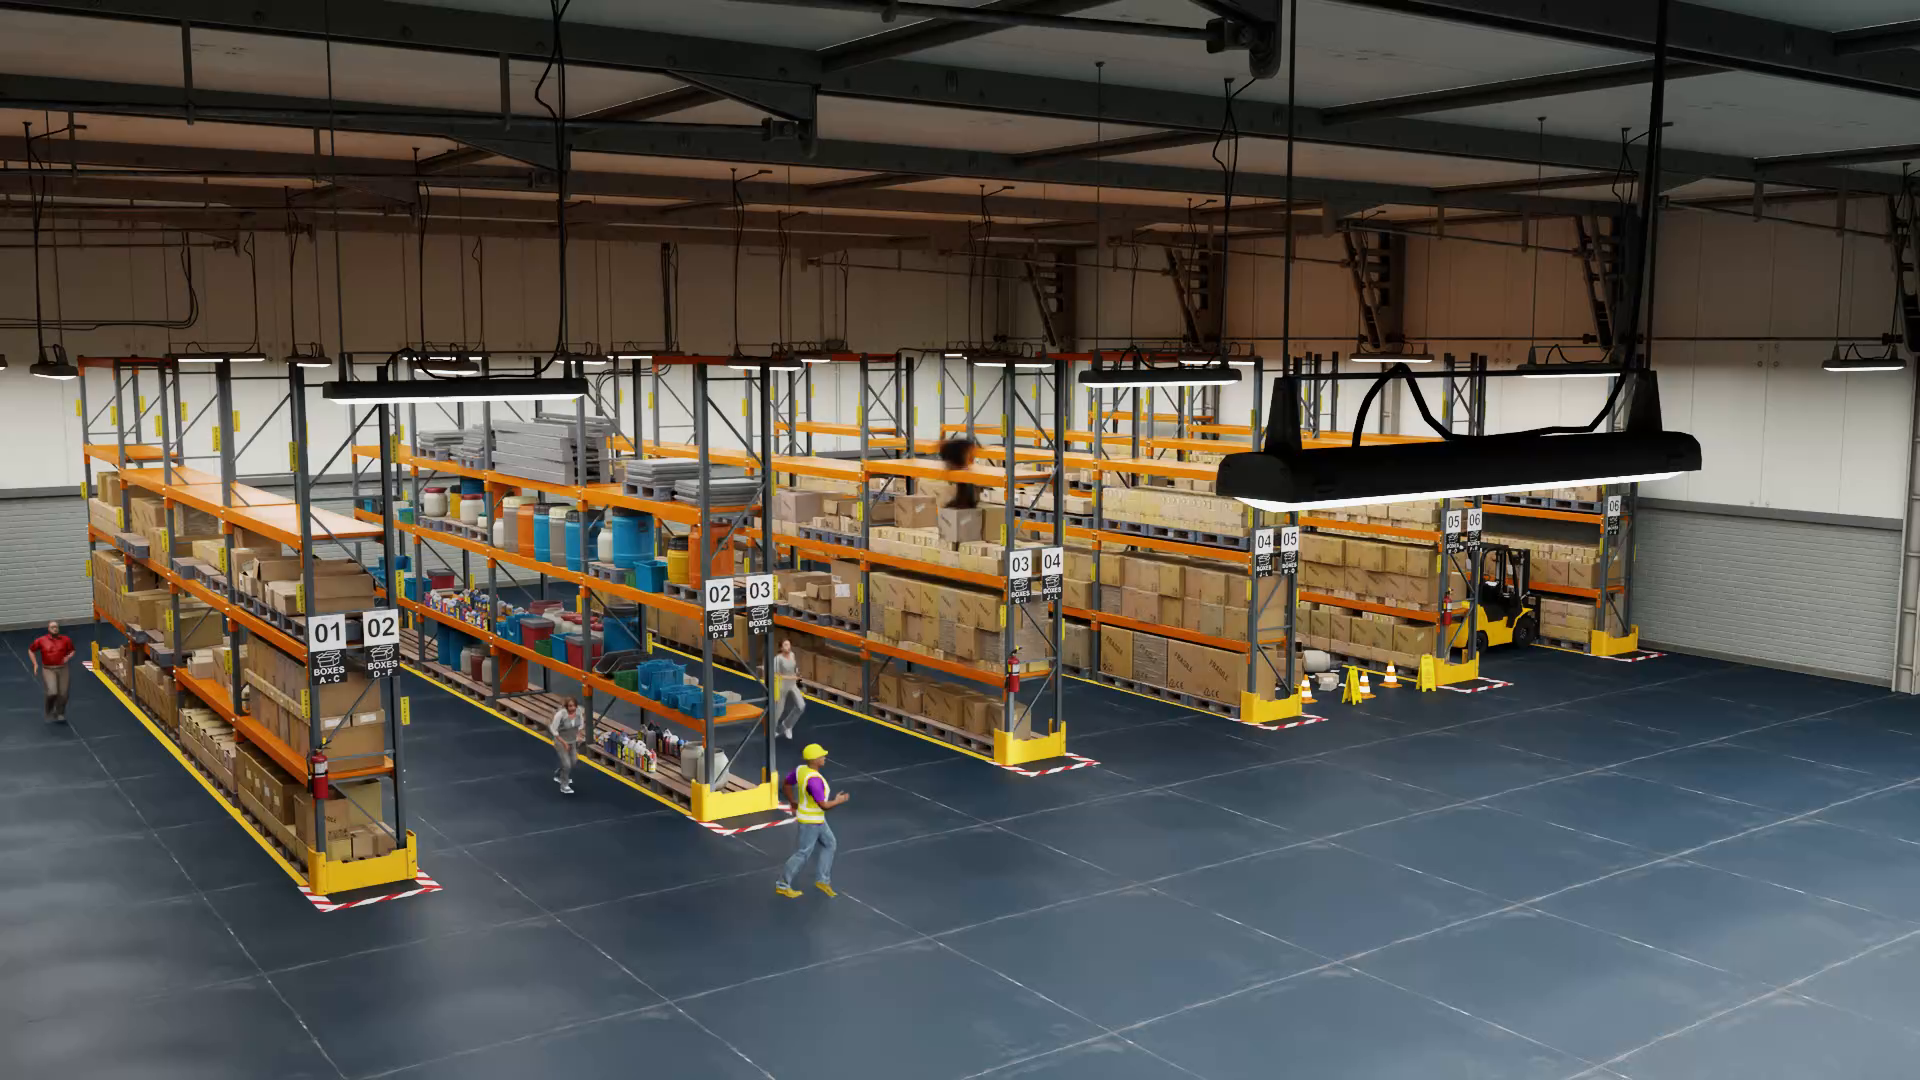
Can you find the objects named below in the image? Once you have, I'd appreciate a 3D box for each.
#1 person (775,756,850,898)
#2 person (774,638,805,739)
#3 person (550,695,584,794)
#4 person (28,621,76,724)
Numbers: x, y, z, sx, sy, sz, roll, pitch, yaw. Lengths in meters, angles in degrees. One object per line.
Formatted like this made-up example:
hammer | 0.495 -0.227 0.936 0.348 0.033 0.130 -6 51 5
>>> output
person | -1.667 3.231 18.729 0.855 1.748 0.657 -1 7 -9
person | -2.724 2.329 26.167 0.565 1.619 0.816 -6 9 -39
person | -5.493 2.815 23.151 0.805 1.447 0.555 6 9 40
person | -14.851 2.177 27.298 0.658 1.699 0.654 -6 9 -40
